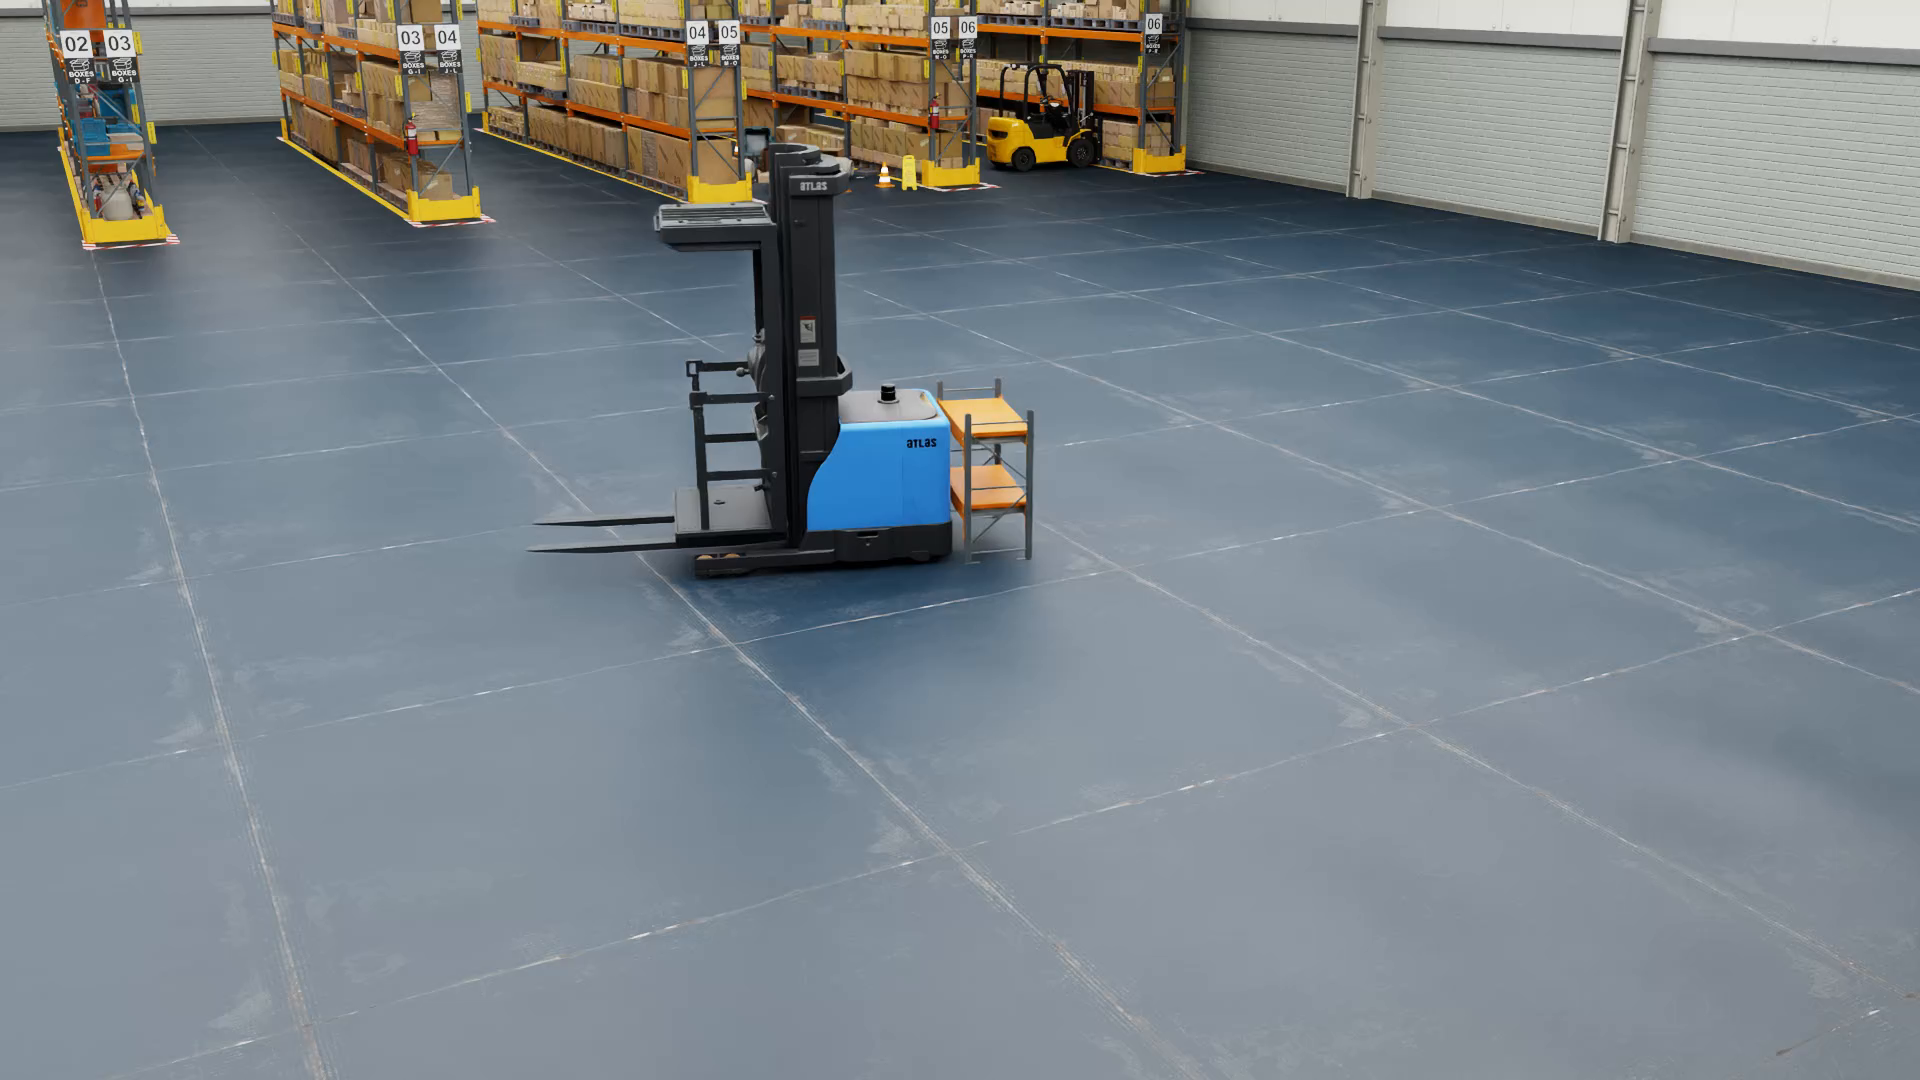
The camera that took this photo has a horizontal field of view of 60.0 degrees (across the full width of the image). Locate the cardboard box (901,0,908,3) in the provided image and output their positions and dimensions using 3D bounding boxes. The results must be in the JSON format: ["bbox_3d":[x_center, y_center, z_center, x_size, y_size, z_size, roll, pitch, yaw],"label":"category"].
[{"bbox_3d":[-1.304,-14.035,43.239,0.380,0.149,0.250,-10,22,-28],"label":"cardboard box"}]

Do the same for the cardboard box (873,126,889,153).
[{"bbox_3d":[-1.493,-8.392,34.775,0.500,0.500,0.500,-9,21,-24],"label":"cardboard box"}]

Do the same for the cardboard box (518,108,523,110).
[{"bbox_3d":[-11.207,-11.100,43.015,0.380,0.149,0.250,-11,22,-29],"label":"cardboard box"}]

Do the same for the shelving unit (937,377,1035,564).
[{"bbox_3d":[0.176,-0.537,12.464,0.538,1.125,1.048,-4,19,-11],"label":"shelving unit"}]

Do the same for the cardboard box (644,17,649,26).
[{"bbox_3d":[-5.757,-9.807,31.442,0.380,0.149,0.250,-10,21,-26],"label":"cardboard box"}]

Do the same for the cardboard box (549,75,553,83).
[{"bbox_3d":[-9.016,-10.372,37.375,0.380,0.149,0.250,-9,21,-25],"label":"cardboard box"}]

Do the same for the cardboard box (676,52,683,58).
[{"bbox_3d":[-7.263,-13.140,44.427,0.500,0.500,0.500,-10,21,-27],"label":"cardboard box"}]

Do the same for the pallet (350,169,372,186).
[{"bbox_3d":[-11.721,-7.372,33.672,1.003,0.211,1.213,-10,21,-27],"label":"pallet"}]

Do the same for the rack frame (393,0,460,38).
[{"bbox_3d":[-8.867,-9.804,27.247,1.000,3.000,0.127,-10,21,-27],"label":"rack frame"}]

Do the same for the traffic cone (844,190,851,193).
[{"bbox_3d":[-2.301,-6.958,32.086,0.336,0.463,0.334,-10,21,-27],"label":"traffic cone"}]

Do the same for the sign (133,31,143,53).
[{"bbox_3d":[-12.740,-7.707,25.755,0.100,0.325,0.005,-10,21,-27],"label":"sign"}]

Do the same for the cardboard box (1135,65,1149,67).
[{"bbox_3d":[3.913,-10.124,35.769,0.380,0.149,0.250,-10,21,-26],"label":"cardboard box"}]

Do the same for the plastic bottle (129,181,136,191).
[{"bbox_3d":[-14.475,-6.109,29.124,0.144,0.351,0.185,-11,22,-29],"label":"plastic bottle"}]

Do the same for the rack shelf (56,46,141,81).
[{"bbox_3d":[-14.176,-7.853,27.294,1.077,0.370,4.000,-10,21,-27],"label":"rack shelf"}]

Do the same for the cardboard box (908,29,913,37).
[{"bbox_3d":[-0.804,-10.009,32.826,0.380,0.149,0.250,-9,21,-25],"label":"cardboard box"}]

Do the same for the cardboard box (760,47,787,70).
[{"bbox_3d":[-4.420,-11.427,39.463,0.500,0.500,0.500,-11,22,-28],"label":"cardboard box"}]

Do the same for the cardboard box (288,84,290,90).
[{"bbox_3d":[-15.974,-10.920,40.066,0.380,0.149,0.250,-10,22,-27],"label":"cardboard box"}]

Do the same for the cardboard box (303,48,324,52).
[{"bbox_3d":[-16.002,-11.886,41.103,0.500,0.500,0.500,-10,21,-26],"label":"cardboard box"}]

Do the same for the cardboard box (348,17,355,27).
[{"bbox_3d":[-11.745,-10.145,32.549,0.380,0.166,0.250,-11,22,-28],"label":"cardboard box"}]

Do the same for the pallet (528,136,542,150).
[{"bbox_3d":[-9.781,-9.610,40.159,1.003,0.211,1.213,-10,21,-27],"label":"pallet"}]

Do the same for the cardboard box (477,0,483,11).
[{"bbox_3d":[-12.067,-13.714,42.642,0.500,0.250,0.500,-10,21,-26],"label":"cardboard box"}]

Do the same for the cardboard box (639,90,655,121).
[{"bbox_3d":[-5.734,-8.495,32.420,0.875,0.550,0.550,-10,21,-27],"label":"cardboard box"}]

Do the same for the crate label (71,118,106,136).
[{"bbox_3d":[-14.338,-6.704,27.406,0.502,0.435,0.616,-10,21,-27],"label":"crate label"}]

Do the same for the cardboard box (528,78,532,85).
[{"bbox_3d":[-9.878,-10.751,38.931,0.380,0.149,0.250,-11,22,-29],"label":"cardboard box"}]

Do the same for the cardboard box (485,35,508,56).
[{"bbox_3d":[-11.827,-12.647,42.541,0.500,0.500,0.500,-9,21,-25],"label":"cardboard box"}]

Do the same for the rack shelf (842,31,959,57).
[{"bbox_3d":[-1.095,-10.155,33.966,1.077,0.370,4.000,-10,21,-27],"label":"rack shelf"}]

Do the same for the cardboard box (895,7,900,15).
[{"bbox_3d":[-1.078,-10.612,33.351,0.380,0.149,0.250,-11,22,-28],"label":"cardboard box"}]

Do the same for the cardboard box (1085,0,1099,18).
[{"bbox_3d":[3.154,-11.558,35.974,0.797,0.503,0.637,-9,21,-25],"label":"cardboard box"}]

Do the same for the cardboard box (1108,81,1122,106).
[{"bbox_3d":[3.518,-9.571,35.616,0.500,0.500,0.500,-9,21,-25],"label":"cardboard box"}]

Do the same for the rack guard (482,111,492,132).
[{"bbox_3d":[-12.016,-11.097,44.023,1.175,0.500,0.348,-10,21,-27],"label":"rack guard"}]

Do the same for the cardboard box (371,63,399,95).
[{"bbox_3d":[-10.301,-8.321,30.006,0.500,0.500,0.500,-10,21,-27],"label":"cardboard box"}]

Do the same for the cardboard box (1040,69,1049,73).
[{"bbox_3d":[1.964,-10.839,38.296,0.380,0.149,0.250,-9,21,-25],"label":"cardboard box"}]

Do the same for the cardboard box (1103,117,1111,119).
[{"bbox_3d":[2.998,-9.164,36.628,0.500,0.250,0.500,-10,22,-28],"label":"cardboard box"}]

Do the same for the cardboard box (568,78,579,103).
[{"bbox_3d":[-8.277,-9.880,36.513,0.500,0.500,0.500,-10,21,-26],"label":"cardboard box"}]

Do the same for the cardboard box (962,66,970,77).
[{"bbox_3d":[0.396,-11.566,41.014,0.500,0.250,0.500,-10,21,-27],"label":"cardboard box"}]

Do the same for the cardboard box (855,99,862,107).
[{"bbox_3d":[-2.012,-9.328,35.450,0.380,0.149,0.250,-9,21,-25],"label":"cardboard box"}]

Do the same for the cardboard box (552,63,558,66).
[{"bbox_3d":[-9.416,-11.201,39.323,0.380,0.149,0.250,-10,21,-27],"label":"cardboard box"}]

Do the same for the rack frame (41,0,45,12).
[{"bbox_3d":[-20.824,-13.630,38.335,1.000,3.000,0.127,-10,21,-27],"label":"rack frame"}]

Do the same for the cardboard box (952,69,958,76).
[{"bbox_3d":[-0.228,-11.778,41.908,0.380,0.149,0.250,-10,21,-26],"label":"cardboard box"}]

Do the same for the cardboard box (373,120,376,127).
[{"bbox_3d":[-10.679,-7.748,30.871,0.380,0.149,0.250,-10,21,-27],"label":"cardboard box"}]

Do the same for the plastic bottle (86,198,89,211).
[{"bbox_3d":[-14.555,-5.615,27.794,0.061,0.283,0.133,-9,21,-25],"label":"plastic bottle"}]

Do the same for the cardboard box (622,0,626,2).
[{"bbox_3d":[-6.357,-10.547,32.365,0.380,0.149,0.250,-10,21,-27],"label":"cardboard box"}]

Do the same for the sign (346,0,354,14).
[{"bbox_3d":[-11.253,-9.878,30.663,0.100,0.325,0.005,-10,21,-27],"label":"sign"}]

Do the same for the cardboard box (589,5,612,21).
[{"bbox_3d":[-7.379,-10.946,34.496,0.500,0.311,0.500,-11,22,-29],"label":"cardboard box"}]

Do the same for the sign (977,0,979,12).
[{"bbox_3d":[0.332,-10.418,32.286,0.100,0.325,0.005,-10,21,-27],"label":"sign"}]

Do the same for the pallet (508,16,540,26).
[{"bbox_3d":[-9.953,-12.287,39.331,1.213,0.211,1.003,-10,21,-27],"label":"pallet"}]

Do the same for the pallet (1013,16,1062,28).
[{"bbox_3d":[1.891,-12.000,38.503,0.805,0.209,1.217,-11,22,-29],"label":"pallet"}]

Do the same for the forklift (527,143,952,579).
[{"bbox_3d":[-1.624,-1.295,11.891,3.031,2.935,1.130,-3,19,-10],"label":"forklift"}]

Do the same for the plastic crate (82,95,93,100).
[{"bbox_3d":[-19.020,-9.705,36.470,0.396,0.136,0.243,-10,21,-27],"label":"plastic crate"}]

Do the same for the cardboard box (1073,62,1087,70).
[{"bbox_3d":[2.723,-10.485,36.815,0.380,0.149,0.250,-10,22,-28],"label":"cardboard box"}]

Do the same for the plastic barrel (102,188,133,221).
[{"bbox_3d":[-13.606,-5.400,26.853,0.421,0.512,0.421,0,19,0],"label":"plastic barrel"}]

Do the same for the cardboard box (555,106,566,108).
[{"bbox_3d":[-9.344,-10.199,39.628,0.500,0.250,0.500,-9,21,-24],"label":"cardboard box"}]

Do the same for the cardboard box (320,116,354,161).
[{"bbox_3d":[-12.975,-8.660,35.743,1.225,0.875,0.875,-11,22,-29],"label":"cardboard box"}]

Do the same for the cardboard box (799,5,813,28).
[{"bbox_3d":[-3.195,-11.833,37.567,0.797,0.503,0.637,-10,21,-27],"label":"cardboard box"}]

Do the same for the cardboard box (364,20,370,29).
[{"bbox_3d":[-10.586,-9.363,30.188,0.380,0.149,0.250,-10,21,-26],"label":"cardboard box"}]

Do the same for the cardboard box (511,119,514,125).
[{"bbox_3d":[-11.035,-10.492,41.709,0.380,0.149,0.250,-9,21,-25],"label":"cardboard box"}]

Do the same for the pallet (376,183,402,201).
[{"bbox_3d":[-10.416,-6.611,31.465,1.003,0.211,1.213,-10,21,-27],"label":"pallet"}]
